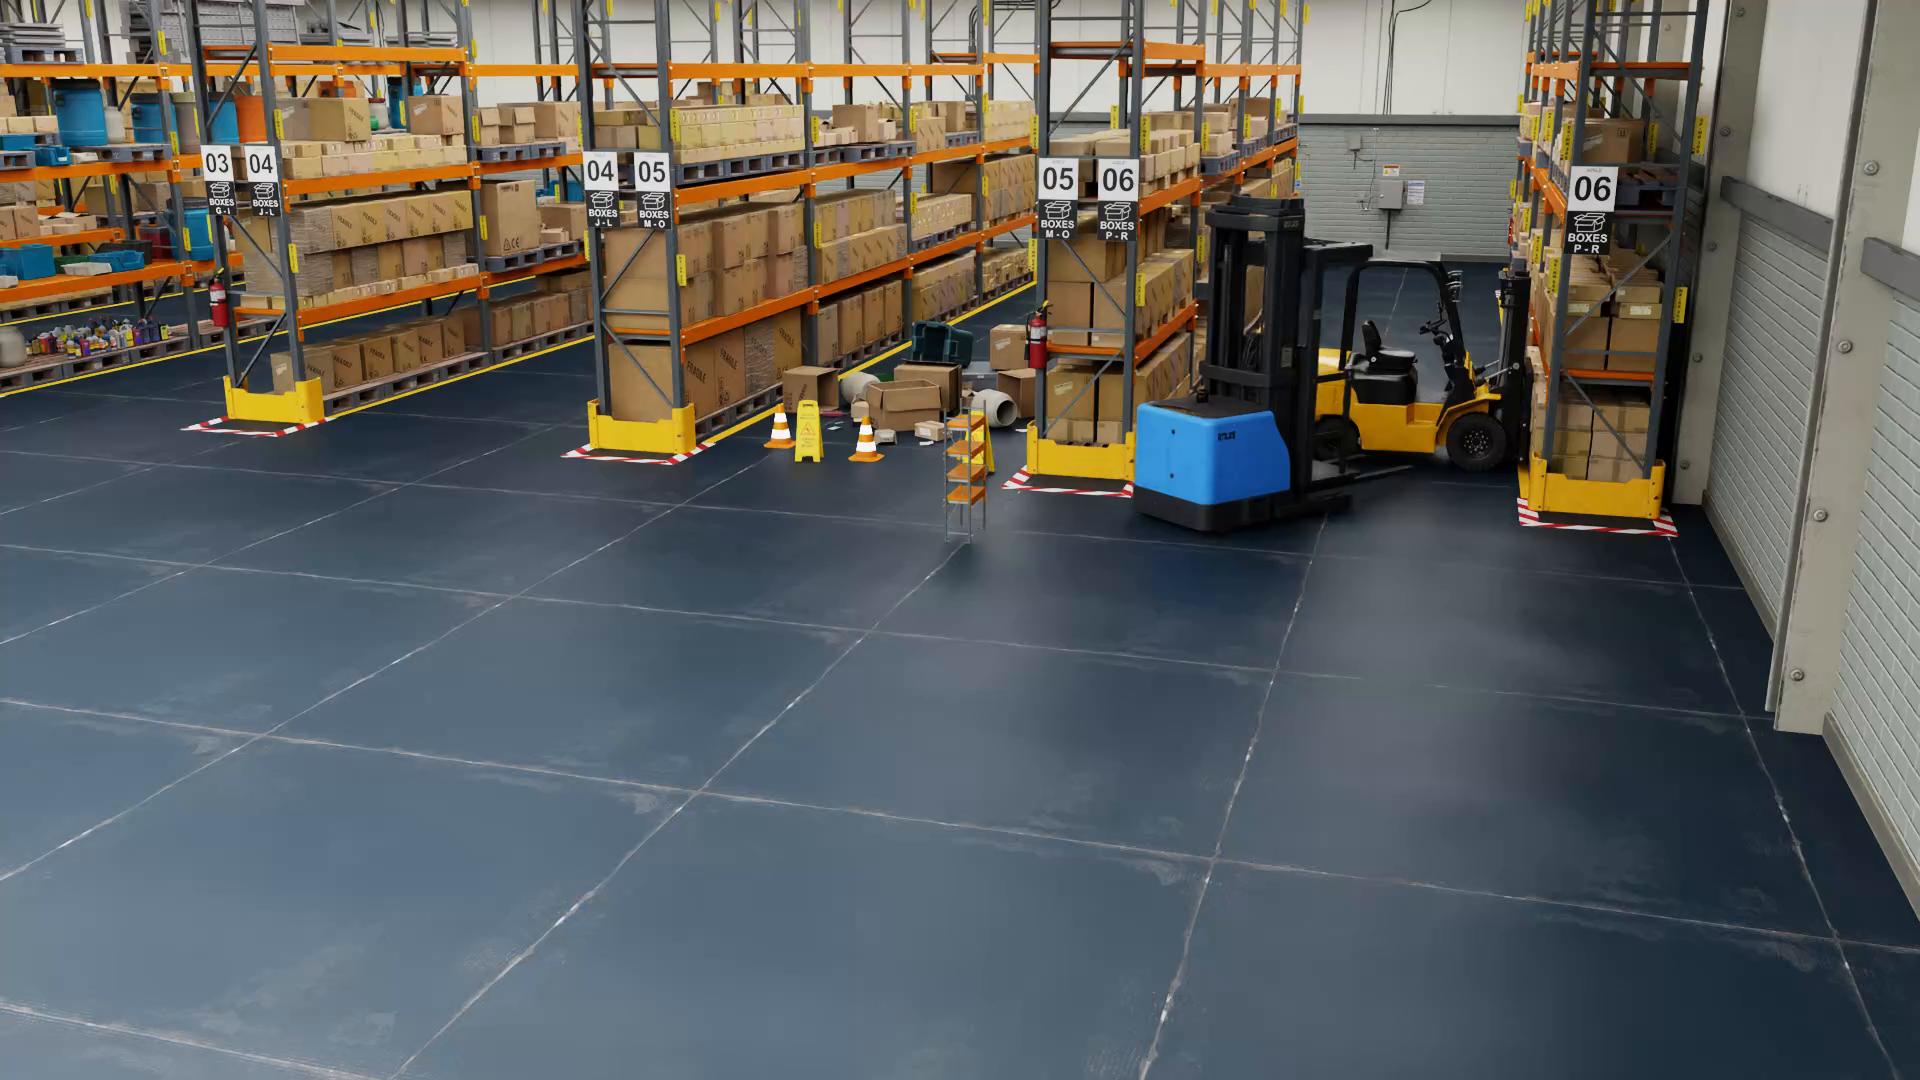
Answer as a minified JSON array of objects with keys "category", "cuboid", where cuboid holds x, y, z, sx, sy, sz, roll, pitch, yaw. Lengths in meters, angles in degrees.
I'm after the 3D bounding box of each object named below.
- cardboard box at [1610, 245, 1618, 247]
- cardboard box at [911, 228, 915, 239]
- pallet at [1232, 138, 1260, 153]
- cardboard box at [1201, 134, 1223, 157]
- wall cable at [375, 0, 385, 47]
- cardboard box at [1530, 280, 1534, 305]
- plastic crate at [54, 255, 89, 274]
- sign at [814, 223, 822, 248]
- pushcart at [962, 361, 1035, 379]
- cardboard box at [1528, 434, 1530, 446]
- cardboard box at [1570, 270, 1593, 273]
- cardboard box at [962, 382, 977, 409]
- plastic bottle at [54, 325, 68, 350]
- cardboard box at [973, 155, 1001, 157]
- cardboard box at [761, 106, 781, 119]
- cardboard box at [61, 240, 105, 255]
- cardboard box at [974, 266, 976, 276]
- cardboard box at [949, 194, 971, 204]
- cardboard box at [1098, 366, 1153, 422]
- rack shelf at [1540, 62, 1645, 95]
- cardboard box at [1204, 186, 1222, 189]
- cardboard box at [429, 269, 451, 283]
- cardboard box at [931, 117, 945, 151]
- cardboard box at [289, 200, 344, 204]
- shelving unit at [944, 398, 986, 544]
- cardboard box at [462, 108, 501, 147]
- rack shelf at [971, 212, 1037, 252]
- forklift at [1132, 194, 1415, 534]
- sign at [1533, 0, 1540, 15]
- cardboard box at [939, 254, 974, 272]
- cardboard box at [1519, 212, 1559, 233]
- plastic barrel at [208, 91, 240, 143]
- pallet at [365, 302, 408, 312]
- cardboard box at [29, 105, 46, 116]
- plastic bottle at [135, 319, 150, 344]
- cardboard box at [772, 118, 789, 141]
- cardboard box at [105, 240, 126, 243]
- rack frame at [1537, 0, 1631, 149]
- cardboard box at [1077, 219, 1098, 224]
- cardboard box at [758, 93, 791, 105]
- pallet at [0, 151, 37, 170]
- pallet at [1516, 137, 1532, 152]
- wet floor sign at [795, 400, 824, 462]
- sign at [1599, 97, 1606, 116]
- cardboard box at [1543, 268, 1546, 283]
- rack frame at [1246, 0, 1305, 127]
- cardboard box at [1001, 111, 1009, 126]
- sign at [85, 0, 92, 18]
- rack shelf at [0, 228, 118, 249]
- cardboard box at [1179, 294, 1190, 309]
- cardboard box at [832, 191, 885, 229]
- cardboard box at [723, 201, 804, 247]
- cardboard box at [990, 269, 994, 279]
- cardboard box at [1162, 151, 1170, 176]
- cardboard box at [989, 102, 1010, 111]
[{"category":"cardboard box","cuboid":[7.882,-3.544,20.453,0.380,0.149,0.250,4,16,15]},{"category":"cardboard box","cuboid":[-0.914,-4.749,25.766,0.380,0.149,0.250,4,16,15]},{"category":"pallet","cuboid":[3.987,-6.027,25.429,1.003,0.211,1.213,5,17,18]},{"category":"cardboard box","cuboid":[2.954,-4.857,20.465,0.500,0.250,0.500,4,16,14]},{"category":"wall cable","cuboid":[-13.391,-13.287,41.618,3.097,2.526,0.112,5,16,16]},{"category":"cardboard box","cuboid":[7.193,-2.991,20.151,0.500,0.250,0.500,5,16,16]},{"category":"plastic crate","cuboid":[-12.503,-3.880,23.400,0.450,0.188,0.662,5,16,16]},{"category":"sign","cuboid":[-1.839,-3.932,21.463,0.100,0.325,0.005,5,16,16]},{"category":"pushcart","cuboid":[0.203,-2.065,21.417,1.648,0.377,0.936,-1,16,-3]},{"category":"cardboard box","cuboid":[6.285,-1.156,17.677,0.500,0.250,0.500,5,17,18]},{"category":"cardboard box","cuboid":[6.125,-2.619,16.649,0.380,0.149,0.250,5,17,17]},{"category":"cardboard box","cuboid":[0.114,-1.801,20.691,0.258,0.266,0.396,-7,17,-23]},{"category":"plastic bottle","cuboid":[-12.701,-2.864,23.478,0.144,0.351,0.185,5,17,18]},{"category":"cardboard box","cuboid":[0.520,-7.102,31.812,0.500,0.500,0.500,5,17,17]},{"category":"cardboard box","cuboid":[-2.385,-5.158,20.068,0.380,0.149,0.250,5,17,17]},{"category":"cardboard box","cuboid":[-18.761,-6.364,35.579,0.700,0.500,0.500,5,17,17]},{"category":"cardboard box","cuboid":[0.199,-4.804,29.633,0.380,0.149,0.250,5,17,18]},{"category":"cardboard box","cuboid":[-0.025,-5.860,28.594,0.380,0.149,0.250,5,17,18]},{"category":"cardboard box","cuboid":[1.767,-1.552,17.699,0.500,0.500,0.500,4,16,14]},{"category":"rack shelf","cuboid":[7.732,-5.649,20.307,1.077,0.370,4.000,5,16,16]},{"category":"cardboard box","cuboid":[3.722,-5.158,25.502,0.500,0.500,0.500,5,16,16]},{"category":"cardboard box","cuboid":[-7.050,-3.532,22.244,0.380,0.149,0.250,5,16,16]},{"category":"cardboard box","cuboid":[-0.545,-6.449,26.389,0.500,0.500,0.500,5,16,16]},{"category":"cardboard box","cuboid":[-8.034,-3.982,20.809,0.500,0.500,0.500,5,16,16]},{"category":"shelving unit","cuboid":[0.047,-0.621,14.818,0.258,1.200,0.503,5,16,16]},{"category":"cardboard box","cuboid":[-6.870,-5.741,23.117,0.797,0.503,0.637,4,16,13]},{"category":"rack shelf","cuboid":[0.471,-5.790,31.064,1.077,0.370,4.000,5,16,16]},{"category":"forklift","cuboid":[3.114,-1.762,15.669,3.031,2.935,1.130,-11,19,-34]},{"category":"sign","cuboid":[8.922,-8.292,25.716,0.100,0.325,0.005,5,16,16]},{"category":"cardboard box","cuboid":[-0.067,-4.759,28.547,0.500,0.250,0.500,4,16,14]},{"category":"cardboard box","cuboid":[8.587,-4.518,24.303,0.797,0.503,0.637,4,16,15]},{"category":"plastic barrel","cuboid":[-11.539,-6.491,25.803,0.600,0.901,0.708,5,16,16]},{"category":"pallet","cuboid":[-10.526,-4.230,29.354,1.003,0.211,1.213,5,16,16]},{"category":"cardboard box","cuboid":[-19.102,-8.995,34.869,0.500,0.250,0.500,5,17,16]},{"category":"plastic bottle","cuboid":[-11.808,-3.011,23.997,0.144,0.351,0.185,4,16,13]},{"category":"cardboard box","cuboid":[-2.409,-5.003,20.251,0.500,0.250,0.500,5,16,16]},{"category":"cardboard box","cuboid":[-15.405,-5.394,30.752,0.500,0.250,0.500,5,17,18]},{"category":"rack frame","cuboid":[8.300,-6.711,21.999,1.000,3.000,0.127,5,16,16]},{"category":"cardboard box","cuboid":[1.400,-3.212,18.096,0.700,0.500,0.500,4,16,15]},{"category":"cardboard box","cuboid":[-3.784,-8.672,33.272,0.700,0.500,0.500,4,16,13]},{"category":"pallet","cuboid":[-12.655,-4.830,21.209,1.003,0.211,1.213,5,16,16]},{"category":"pallet","cuboid":[9.184,-6.059,25.542,1.213,0.211,1.003,5,16,16]},{"category":"wet floor sign","cuboid":[-1.618,-1.180,17.806,0.267,0.644,0.232,2,16,6]},{"category":"sign","cuboid":[9.970,-6.711,25.826,0.100,0.325,0.005,5,16,16]},{"category":"cardboard box","cuboid":[6.560,-2.879,18.110,0.380,0.149,0.250,5,17,17]},{"category":"rack frame","cuboid":[5.814,-9.188,30.732,1.000,3.000,0.127,5,16,16]},{"category":"cardboard box","cuboid":[0.571,-7.592,29.961,0.500,0.250,0.500,5,17,17]},{"category":"sign","cuboid":[-14.925,-9.116,28.477,0.100,0.325,0.005,5,16,16]},{"category":"rack shelf","cuboid":[-16.026,-4.877,27.846,1.077,0.370,4.000,5,16,16]},{"category":"cardboard box","cuboid":[2.540,-2.868,19.905,0.380,0.149,0.250,5,17,17]},{"category":"cardboard box","cuboid":[-1.514,-4.846,24.404,0.700,0.500,0.500,4,16,15]},{"category":"cardboard box","cuboid":[-2.509,-4.018,21.244,0.875,0.550,0.550,5,16,16]},{"category":"cardboard box","cuboid":[0.412,-4.867,30.400,0.380,0.149,0.250,4,16,13]},{"category":"cardboard box","cuboid":[1.941,-4.009,17.699,0.500,0.250,0.500,5,17,18]},{"category":"cardboard box","cuboid":[0.698,-7.883,30.256,0.380,0.149,0.250,4,16,14]}]
